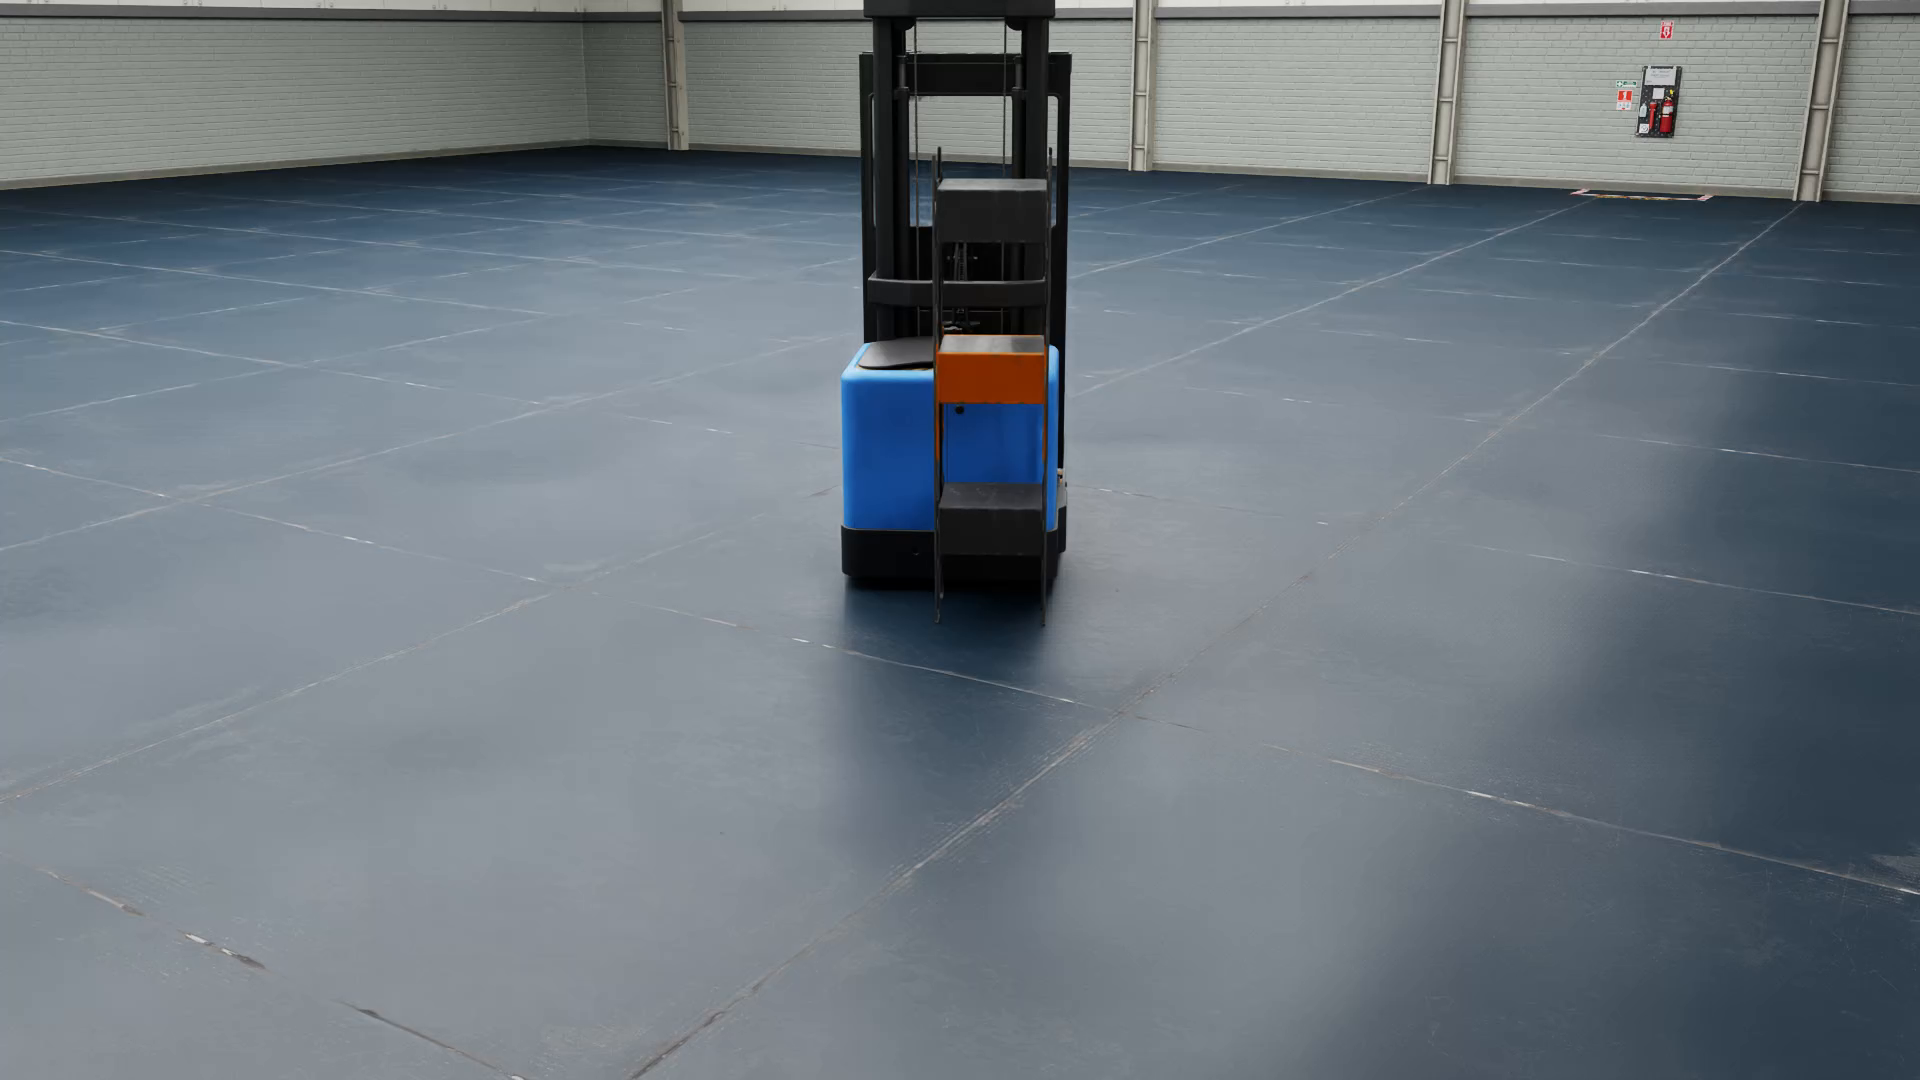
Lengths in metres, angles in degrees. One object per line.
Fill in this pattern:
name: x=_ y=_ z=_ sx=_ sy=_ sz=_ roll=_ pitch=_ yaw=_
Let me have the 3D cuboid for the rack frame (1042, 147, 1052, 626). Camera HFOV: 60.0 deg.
rack frame: x=0.389 y=-0.668 z=7.446 sx=0.015 sy=2.100 sz=0.400 roll=1 pitch=18 yaw=3

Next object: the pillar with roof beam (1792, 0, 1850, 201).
pillar with roof beam: x=11.574 y=-8.789 z=22.332 sx=0.400 sy=9.000 sz=9.100 roll=10 pitch=20 yaw=30

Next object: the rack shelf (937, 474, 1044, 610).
rack shelf: x=0.147 y=0.006 z=7.683 sx=0.480 sy=0.518 sz=0.431 roll=1 pitch=18 yaw=3

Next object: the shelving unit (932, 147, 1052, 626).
shelving unit: x=0.146 y=-0.671 z=7.458 sx=0.503 sy=2.100 sz=0.431 roll=1 pitch=18 yaw=3

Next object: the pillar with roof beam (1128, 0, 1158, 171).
pillar with roof beam: x=1.348 y=-10.614 z=28.340 sx=0.400 sy=9.000 sz=9.100 roll=10 pitch=20 yaw=30

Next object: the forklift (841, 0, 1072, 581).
forklift: x=0.043 y=-1.584 z=9.054 sx=1.130 sy=2.935 sz=3.031 roll=1 pitch=17 yaw=4

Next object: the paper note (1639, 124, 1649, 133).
paper note: x=11.626 y=-6.992 z=28.255 sx=0.142 sy=0.148 sz=0.016 roll=10 pitch=20 yaw=30

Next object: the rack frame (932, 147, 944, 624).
rack frame: x=-0.098 y=-0.675 z=7.471 sx=0.015 sy=2.100 sz=0.400 roll=1 pitch=18 yaw=3

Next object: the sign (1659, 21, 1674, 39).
sign: x=11.786 y=-8.505 z=27.730 sx=0.199 sy=0.298 sz=0.001 roll=10 pitch=20 yaw=30

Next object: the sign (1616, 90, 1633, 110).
sign: x=11.324 y=-7.496 z=28.338 sx=0.234 sy=0.329 sz=0.001 roll=10 pitch=20 yaw=30

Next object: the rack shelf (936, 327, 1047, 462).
rack shelf: x=0.146 y=-0.658 z=7.463 sx=0.480 sy=0.518 sz=0.431 roll=1 pitch=18 yaw=3

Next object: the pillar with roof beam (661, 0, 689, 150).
pillar with roof beam: x=-8.877 y=-12.439 z=34.349 sx=0.400 sy=9.000 sz=9.100 roll=10 pitch=20 yaw=30

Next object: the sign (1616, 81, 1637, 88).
sign: x=11.323 y=-7.747 z=28.251 sx=0.331 sy=0.109 sz=0.001 roll=10 pitch=20 yaw=30

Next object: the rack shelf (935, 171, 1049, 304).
rack shelf: x=0.144 y=-1.323 z=7.242 sx=0.480 sy=0.518 sz=0.431 roll=1 pitch=18 yaw=3

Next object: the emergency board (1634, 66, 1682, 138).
emergency board: x=11.741 y=-7.370 z=27.982 sx=0.643 sy=1.169 sz=0.194 roll=10 pitch=20 yaw=30

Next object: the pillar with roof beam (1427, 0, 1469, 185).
pillar with roof beam: x=6.461 y=-9.701 z=25.336 sx=0.400 sy=9.000 sz=9.100 roll=10 pitch=20 yaw=30
